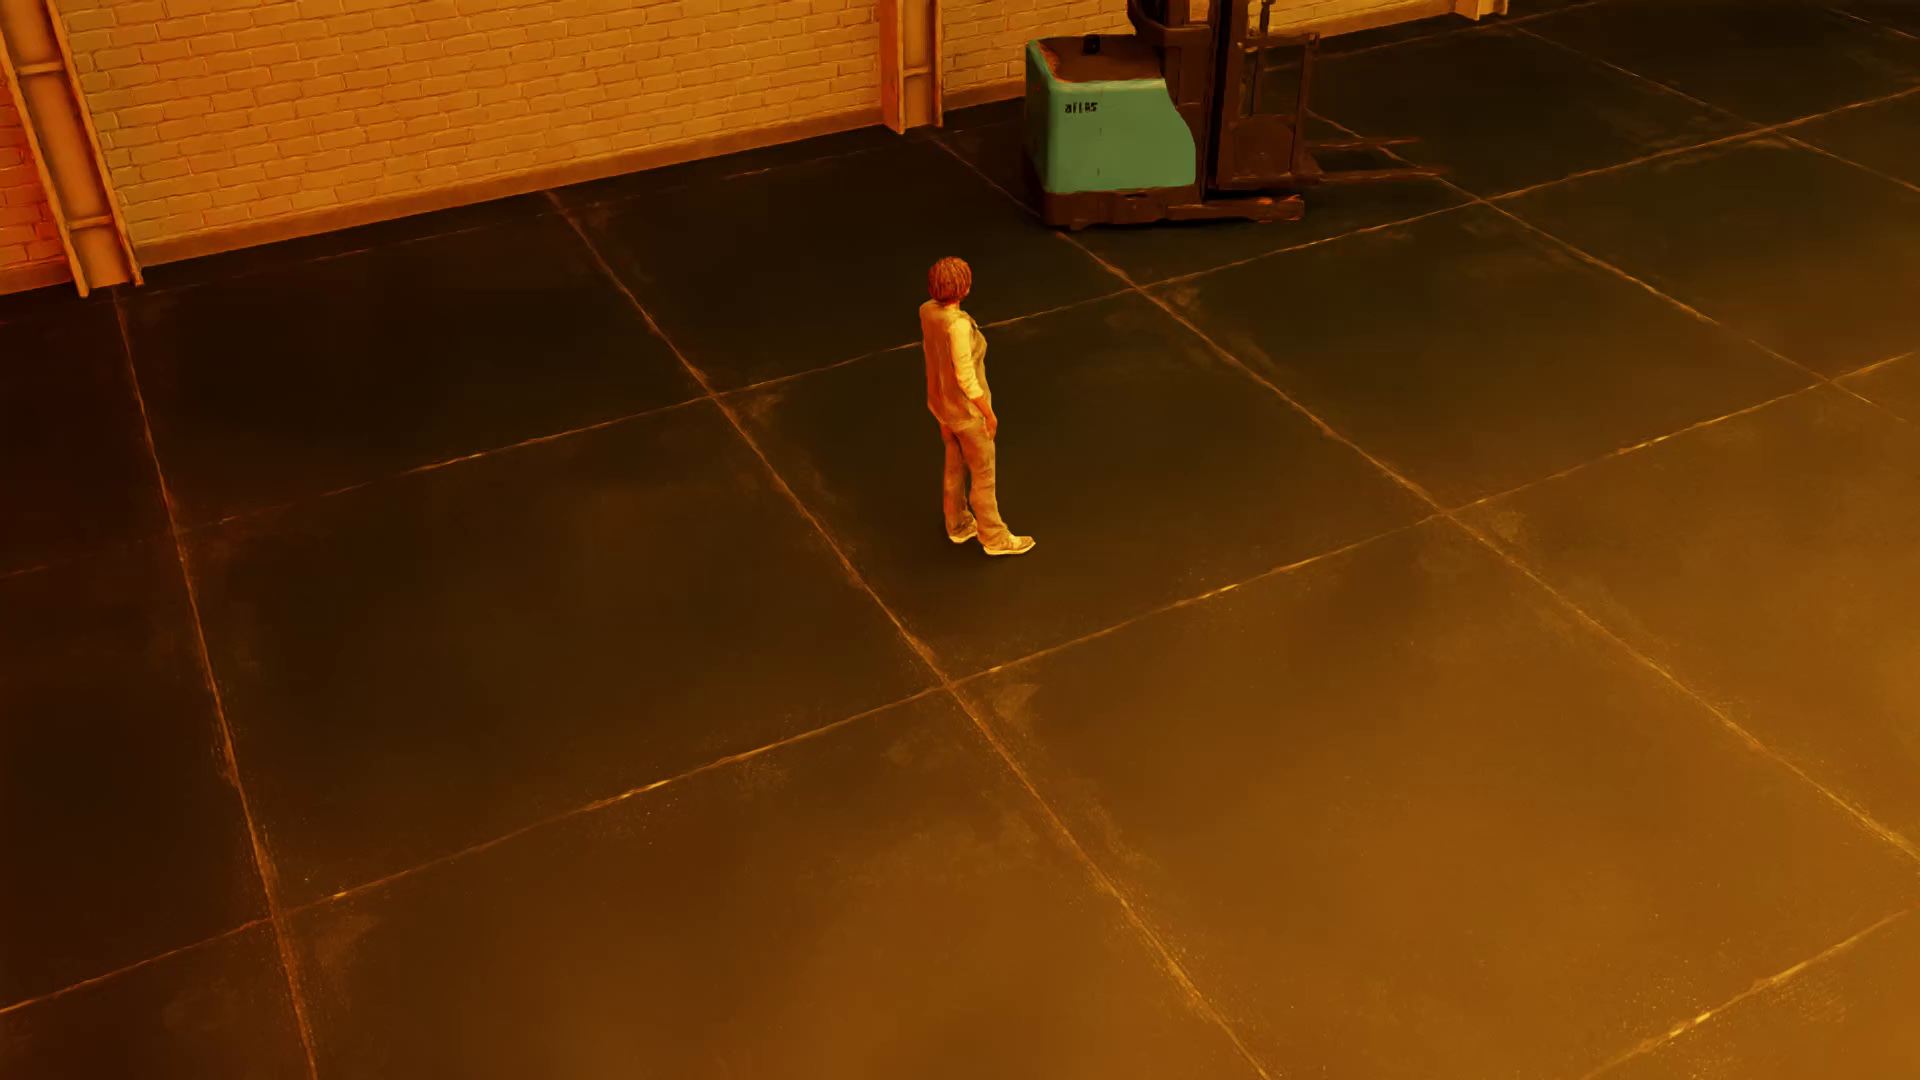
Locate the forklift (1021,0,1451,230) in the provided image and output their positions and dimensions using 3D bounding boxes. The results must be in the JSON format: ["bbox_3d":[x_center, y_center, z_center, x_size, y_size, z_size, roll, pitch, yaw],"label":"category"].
[{"bbox_3d":[2.018,-3.757,11.438,3.031,2.935,1.130,-5,36,-7],"label":"forklift"}]

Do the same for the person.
[{"bbox_3d":[0.072,-0.632,8.243,0.474,1.501,0.521,-17,39,-23],"label":"person"}]
